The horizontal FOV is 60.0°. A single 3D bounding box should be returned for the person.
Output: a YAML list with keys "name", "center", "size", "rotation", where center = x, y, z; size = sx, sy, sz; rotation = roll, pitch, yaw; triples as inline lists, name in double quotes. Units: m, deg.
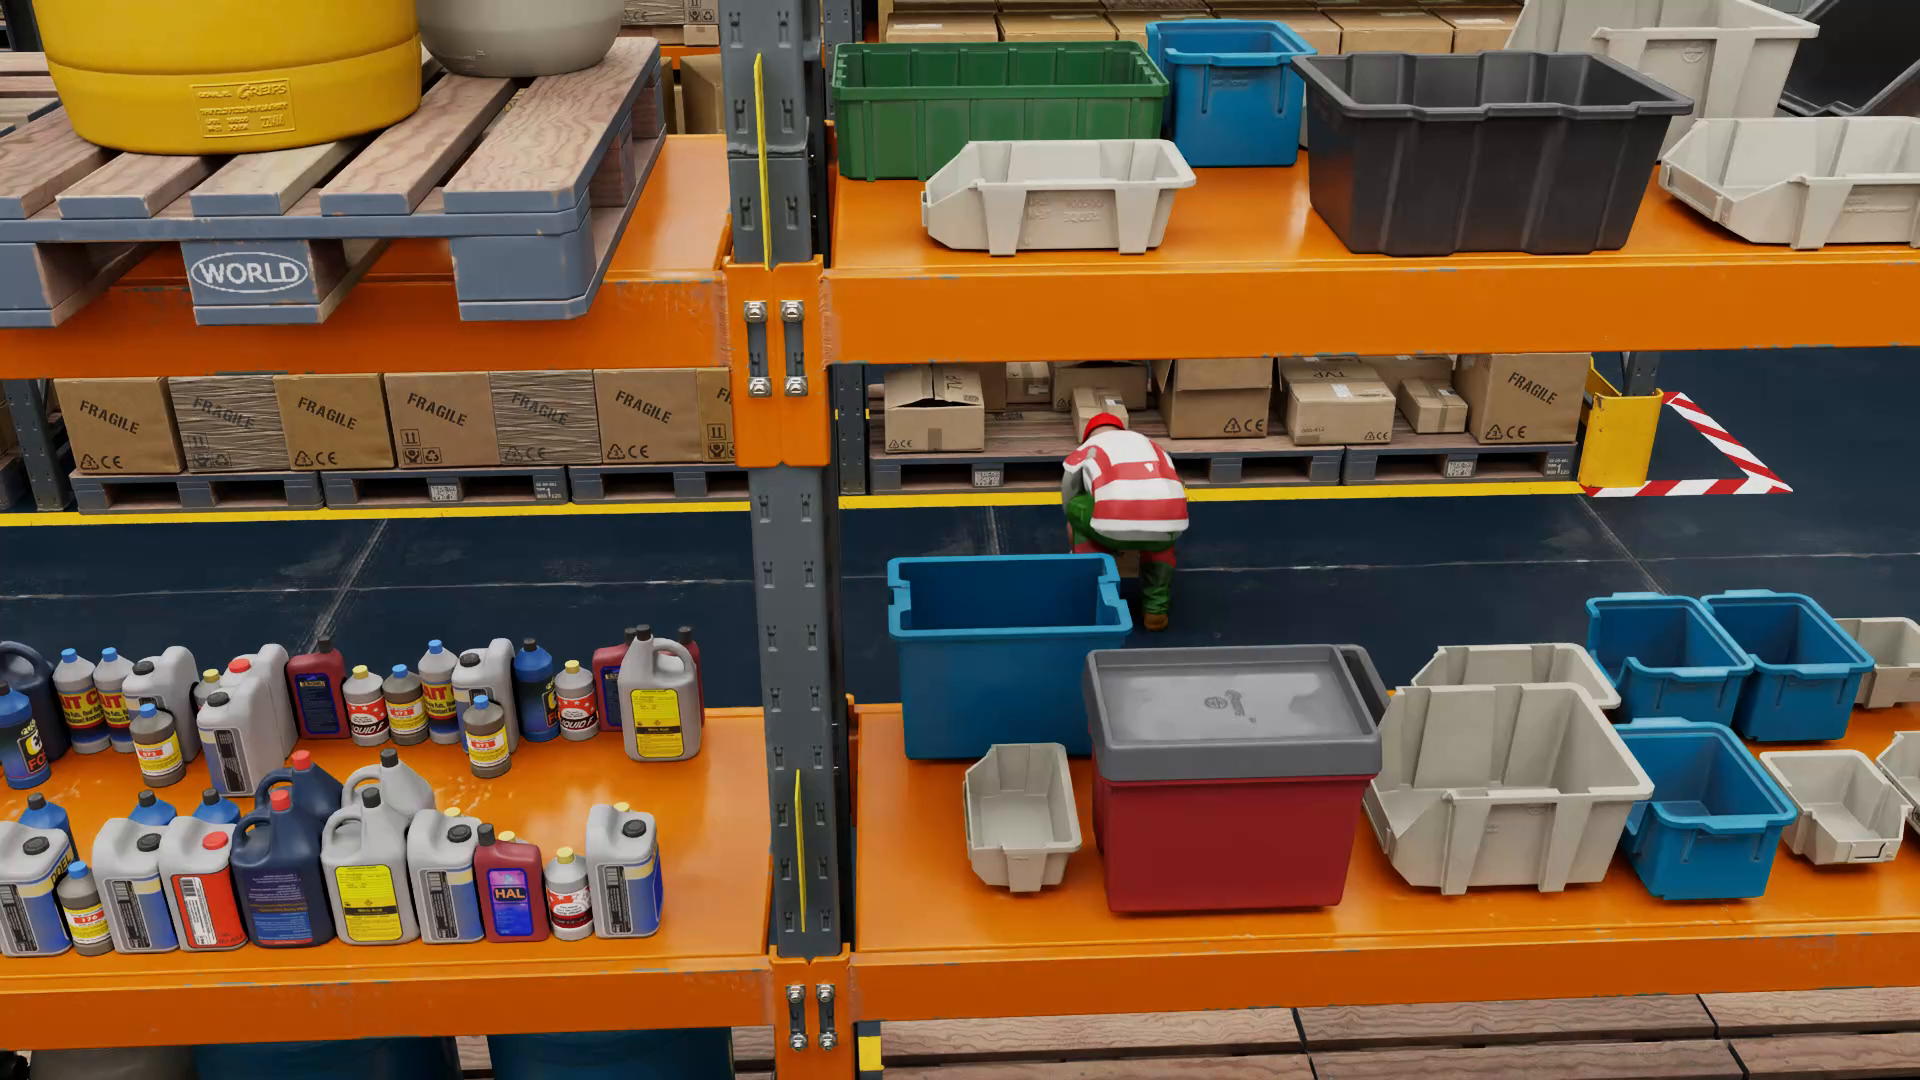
- name: "person"
  center: [0.719, -0.076, 7.352]
  size: [0.520, 0.819, 0.965]
  rotation: [-2, 27, -4]
